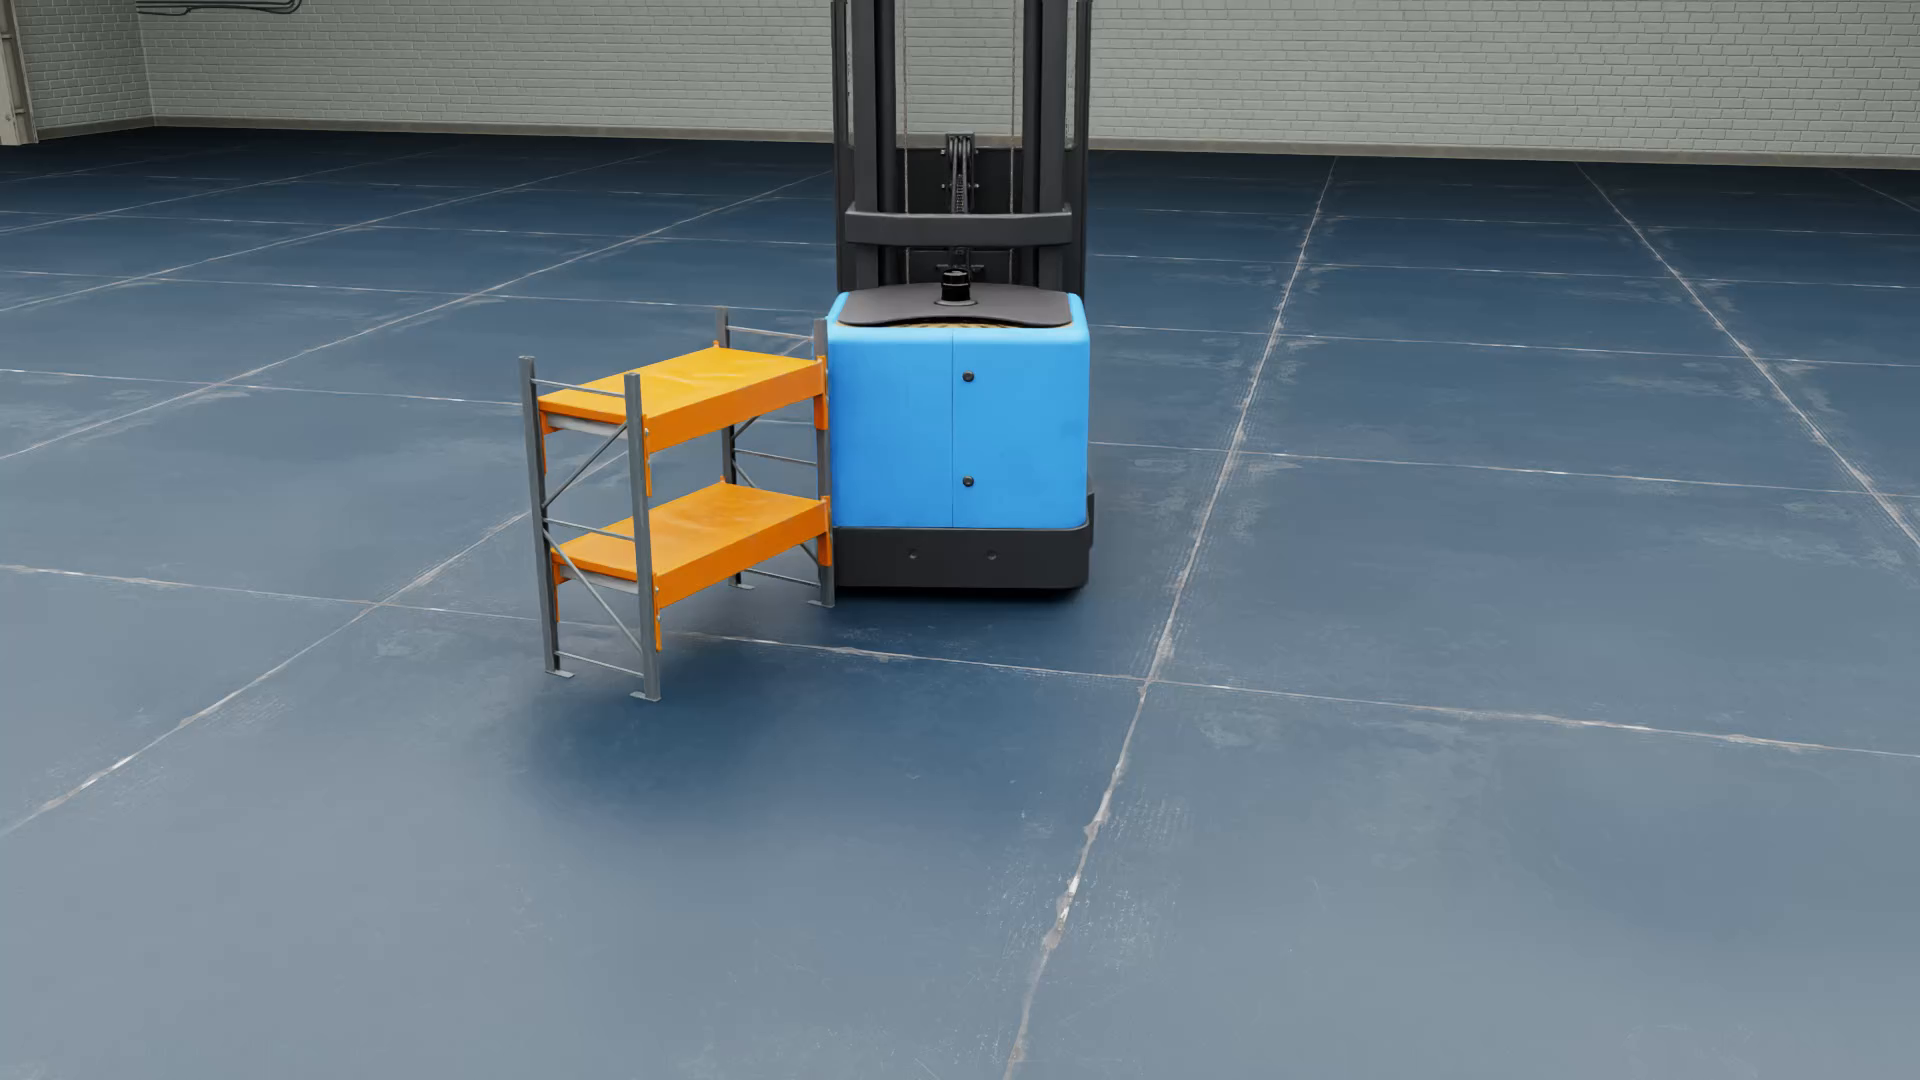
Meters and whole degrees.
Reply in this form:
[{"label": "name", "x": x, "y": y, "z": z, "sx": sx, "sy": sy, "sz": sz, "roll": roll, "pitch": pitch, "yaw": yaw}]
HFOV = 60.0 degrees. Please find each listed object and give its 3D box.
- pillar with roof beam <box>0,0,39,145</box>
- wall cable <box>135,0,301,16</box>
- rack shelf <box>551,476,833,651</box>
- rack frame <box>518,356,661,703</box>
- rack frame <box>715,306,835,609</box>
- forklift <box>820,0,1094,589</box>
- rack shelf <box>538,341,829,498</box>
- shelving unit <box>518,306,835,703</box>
[{"label": "pillar with roof beam", "x": -9.267, "y": -9.581, "z": 21.315, "sx": 9.100, "sy": 9.000, "sz": 0.400, "roll": 5, "pitch": 19, "yaw": 13}, {"label": "wall cable", "x": -11.439, "y": -9.270, "z": 25.210, "sx": 3.097, "sy": 2.526, "sz": 0.112, "roll": 5, "pitch": 19, "yaw": 13}, {"label": "rack shelf", "x": -0.968, "y": 0.060, "z": 6.029, "sx": 0.538, "sy": 0.278, "sz": 1.000, "roll": 11, "pitch": 22, "yaw": 29}, {"label": "rack frame", "x": -1.231, "y": -0.031, "z": 5.538, "sx": 0.500, "sy": 1.125, "sz": 0.032, "roll": 11, "pitch": 22, "yaw": 29}, {"label": "rack frame", "x": -0.705, "y": -0.312, "z": 6.362, "sx": 0.500, "sy": 1.125, "sz": 0.032, "roll": 11, "pitch": 22, "yaw": 29}, {"label": "forklift", "x": 0.011, "y": -1.624, "z": 7.406, "sx": 1.130, "sy": 2.935, "sz": 3.031, "roll": 0, "pitch": 19, "yaw": 1}, {"label": "rack shelf", "x": -0.968, "y": -0.449, "z": 5.855, "sx": 0.538, "sy": 0.278, "sz": 1.000, "roll": 11, "pitch": 22, "yaw": 29}, {"label": "shelving unit", "x": -0.968, "y": -0.172, "z": 5.950, "sx": 0.538, "sy": 1.125, "sz": 1.048, "roll": 11, "pitch": 22, "yaw": 29}]
